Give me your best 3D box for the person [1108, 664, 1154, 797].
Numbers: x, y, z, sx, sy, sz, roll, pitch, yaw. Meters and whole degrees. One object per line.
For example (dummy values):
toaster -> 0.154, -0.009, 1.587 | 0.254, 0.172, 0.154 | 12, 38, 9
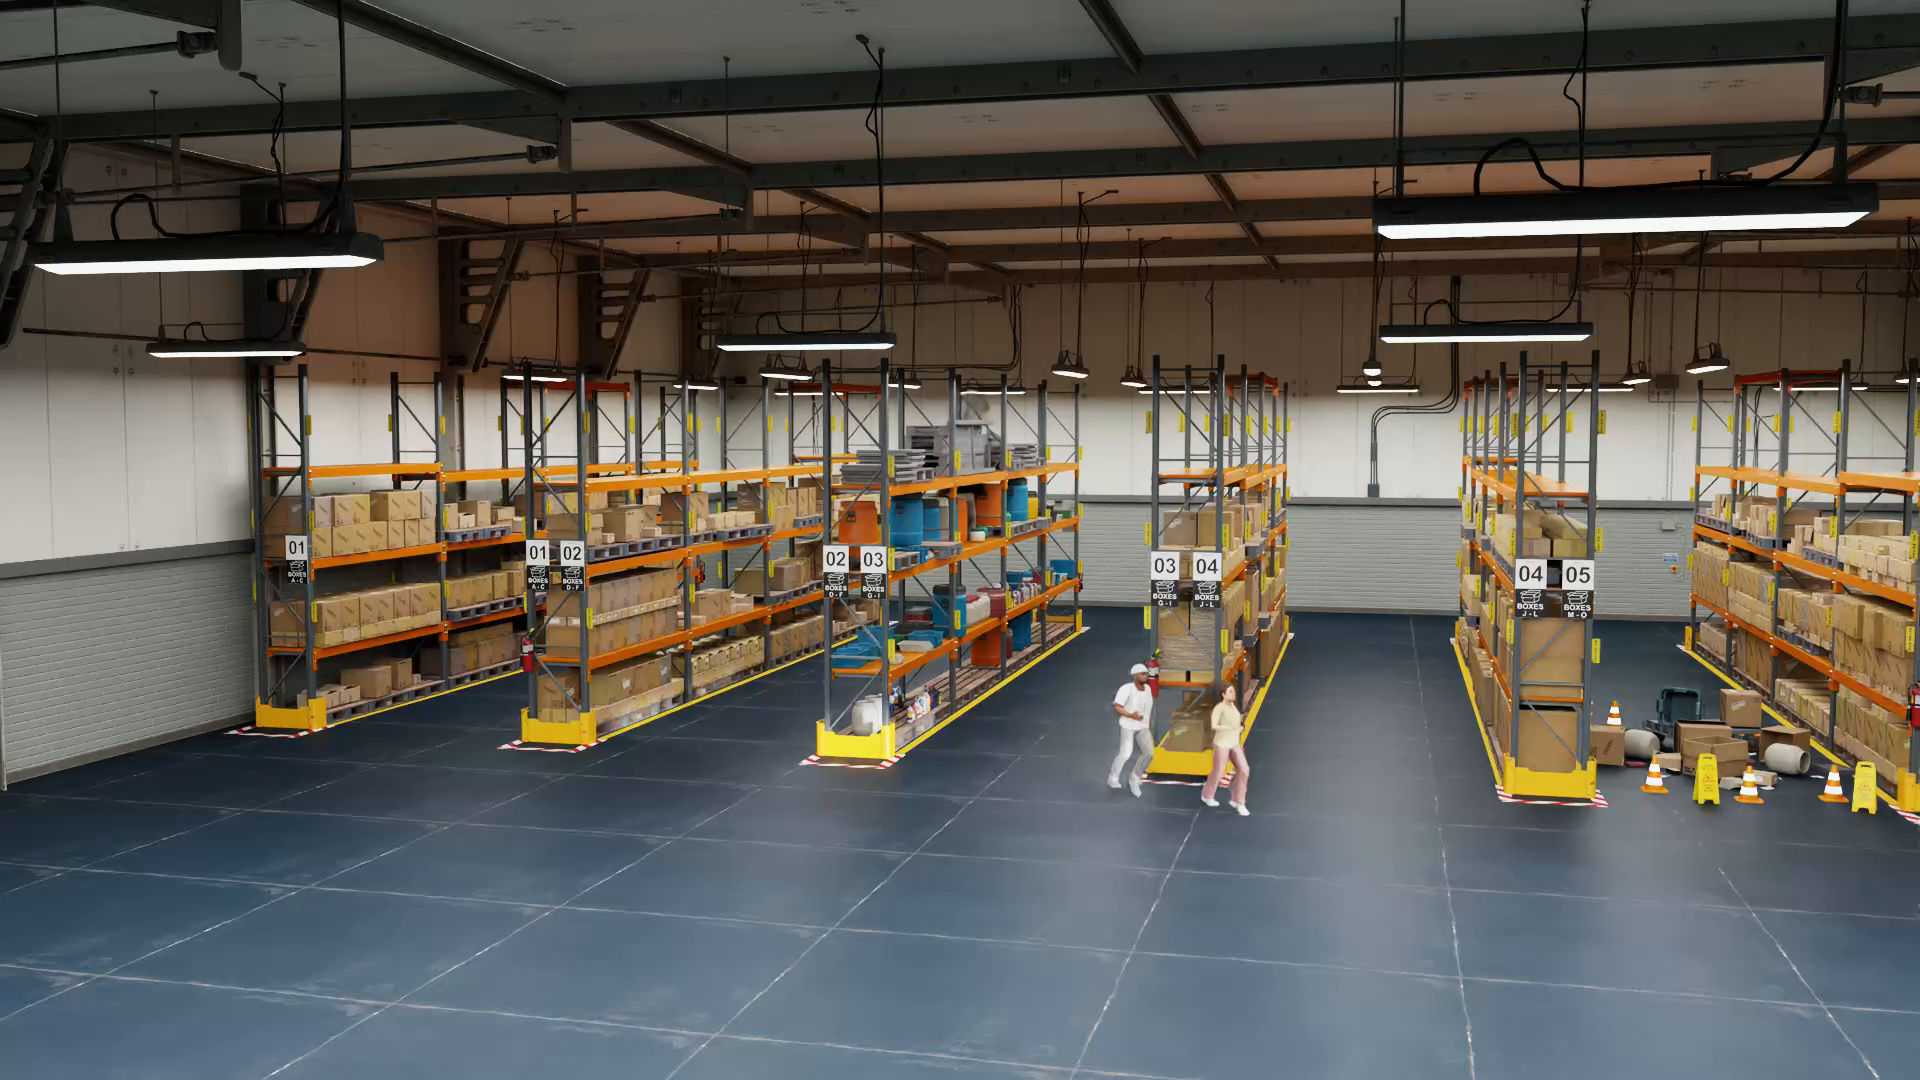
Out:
person -> 2.393, 2.573, 22.638 | 0.733, 1.773, 0.689 | -2, 5, -30

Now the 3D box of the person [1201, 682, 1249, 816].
person -> 3.404, 2.686, 21.475 | 0.570, 1.717, 0.743 | -3, 5, -38
